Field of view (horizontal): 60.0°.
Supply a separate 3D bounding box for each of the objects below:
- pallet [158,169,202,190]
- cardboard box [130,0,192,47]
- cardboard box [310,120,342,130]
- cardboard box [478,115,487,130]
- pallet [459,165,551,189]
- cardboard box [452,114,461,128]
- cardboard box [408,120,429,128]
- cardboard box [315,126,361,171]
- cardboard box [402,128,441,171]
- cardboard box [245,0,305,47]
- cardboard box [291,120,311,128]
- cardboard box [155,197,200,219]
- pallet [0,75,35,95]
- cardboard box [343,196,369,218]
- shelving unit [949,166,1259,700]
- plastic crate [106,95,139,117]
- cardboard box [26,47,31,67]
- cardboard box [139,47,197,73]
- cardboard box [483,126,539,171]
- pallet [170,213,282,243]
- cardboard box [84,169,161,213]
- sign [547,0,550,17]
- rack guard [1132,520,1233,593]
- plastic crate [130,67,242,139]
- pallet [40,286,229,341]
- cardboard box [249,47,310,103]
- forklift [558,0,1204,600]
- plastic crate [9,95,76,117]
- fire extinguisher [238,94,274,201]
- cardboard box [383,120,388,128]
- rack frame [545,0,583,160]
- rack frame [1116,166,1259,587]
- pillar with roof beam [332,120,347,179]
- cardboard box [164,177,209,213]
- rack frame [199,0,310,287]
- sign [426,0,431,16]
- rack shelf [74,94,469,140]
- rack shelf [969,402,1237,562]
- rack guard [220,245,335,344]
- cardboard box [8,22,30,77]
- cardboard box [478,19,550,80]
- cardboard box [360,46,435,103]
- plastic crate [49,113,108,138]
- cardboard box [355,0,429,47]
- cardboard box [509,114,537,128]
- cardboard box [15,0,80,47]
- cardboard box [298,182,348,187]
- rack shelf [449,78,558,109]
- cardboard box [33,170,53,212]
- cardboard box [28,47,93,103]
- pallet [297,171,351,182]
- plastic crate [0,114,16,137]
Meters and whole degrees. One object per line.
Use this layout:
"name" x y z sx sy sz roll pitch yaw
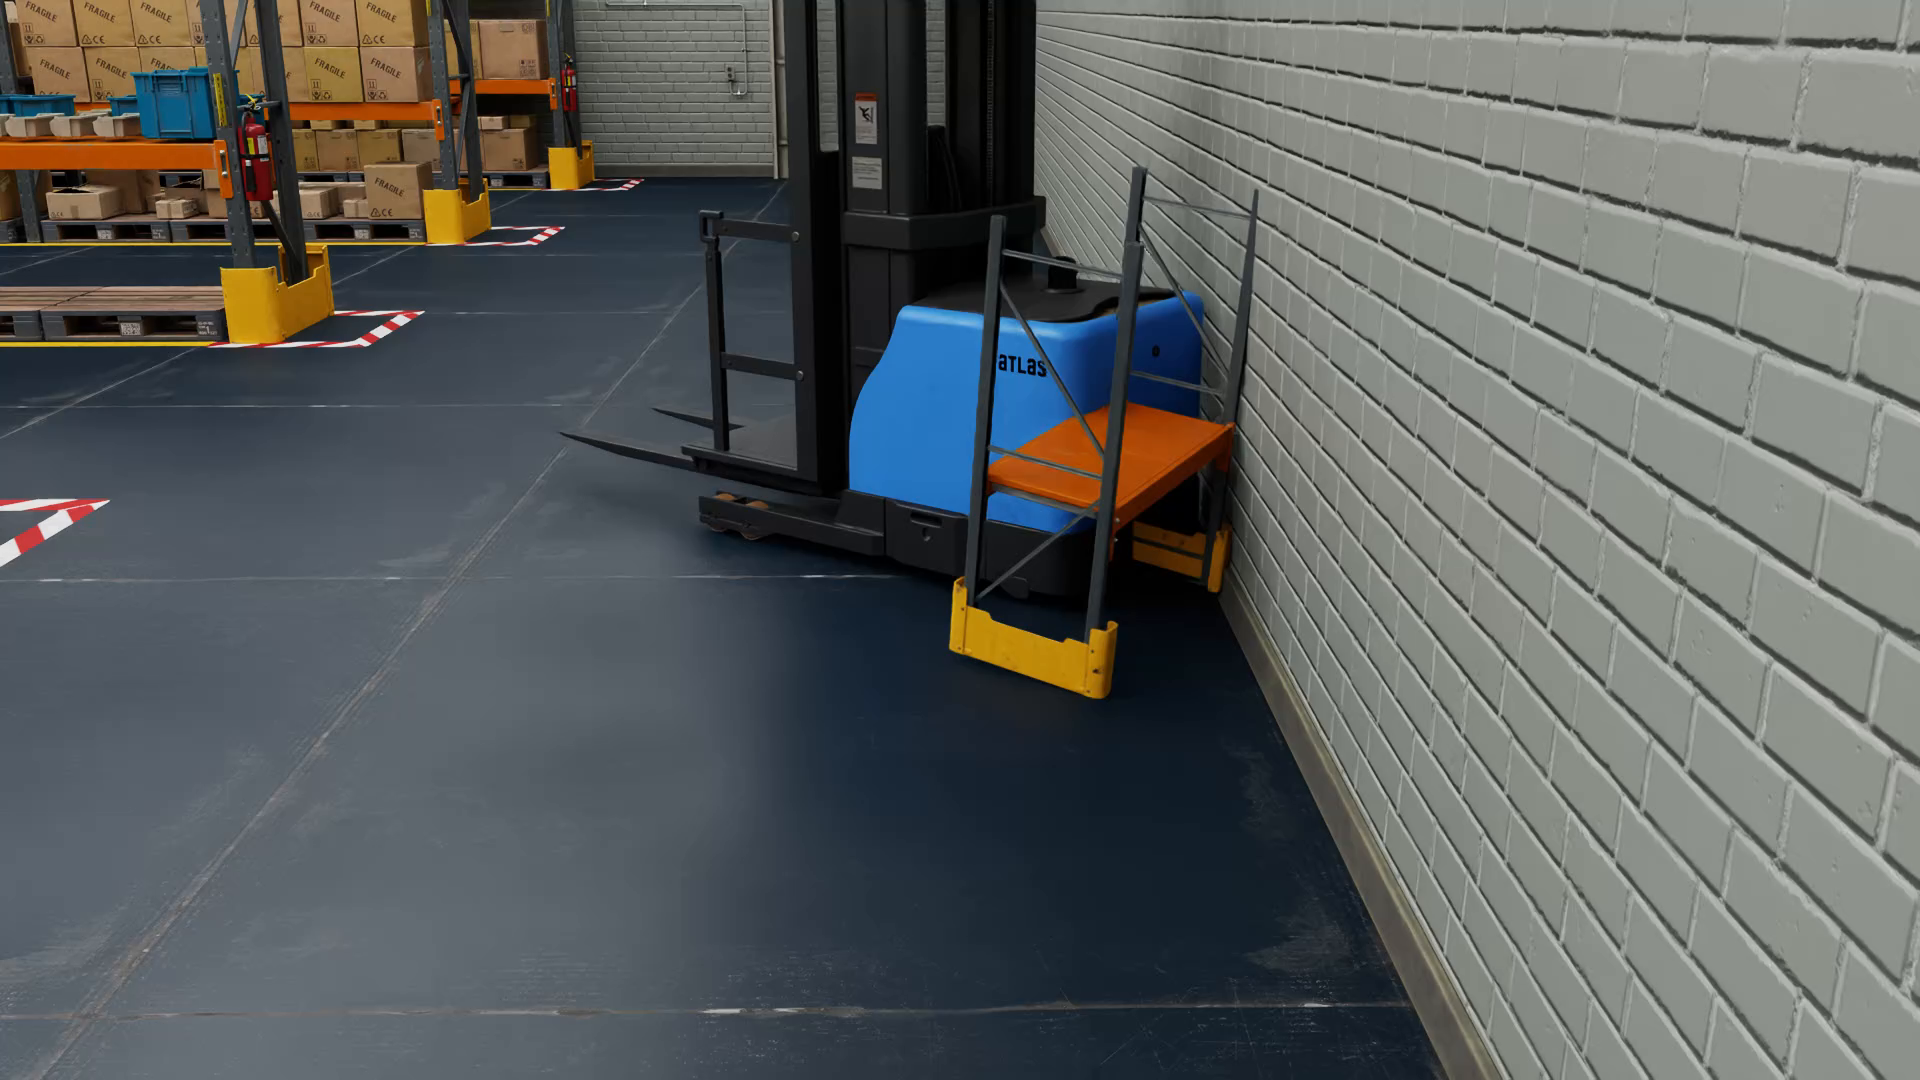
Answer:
"pallet" -9.704 -4.570 20.949 1.213 0.211 1.003 0 18 -1
"cardboard box" -7.346 -4.857 15.477 0.500 0.500 0.500 -1 18 -2
"cardboard box" -7.839 -5.162 20.570 0.250 0.149 0.380 0 18 1
"cardboard box" -6.013 -5.171 20.599 0.250 0.149 0.380 0 18 1
"pallet" -5.732 -4.589 21.006 1.213 0.211 1.003 0 18 -1
"cardboard box" -6.267 -5.287 20.960 0.250 0.149 0.380 0 18 0
"cardboard box" -6.778 -5.284 20.951 0.250 0.149 0.380 0 18 0
"cardboard box" -7.682 -4.908 20.842 0.500 0.500 0.700 0 18 -1
"cardboard box" -6.636 -4.915 20.863 0.500 0.500 0.700 -1 18 -3
"cardboard box" -6.316 -4.862 15.493 0.500 0.500 0.500 0 18 1
"cardboard box" -8.332 -5.276 20.926 0.250 0.149 0.380 0 18 -1
"cardboard box" -7.564 -3.215 16.079 0.250 0.166 0.380 0 18 -1
"pallet" -9.652 -4.350 16.011 1.213 0.211 1.003 0 18 -1
"cardboard box" -5.798 -3.239 16.153 0.250 0.166 0.380 0 18 -1
"shelving unit" 0.529 -0.409 5.668 0.587 1.500 1.083 17 27 26
"plastic crate" -5.688 -2.963 11.550 0.300 0.233 0.416 0 18 -1
"cardboard box" -11.423 -6.030 20.252 0.500 0.500 0.500 0 18 -1
"cardboard box" -7.325 -4.384 15.639 0.500 0.500 0.500 0 18 -1
"cardboard box" -5.632 -4.920 20.879 0.500 0.500 0.700 0 18 -1
"pallet" -6.942 -3.094 16.347 1.213 0.211 1.003 0 18 -1
"cardboard box" -8.286 -3.521 16.483 0.500 0.500 0.500 0 18 -1
"sign" -4.939 -6.442 19.937 0.005 0.325 0.100 0 18 -1
"rack guard" 0.741 -0.003 6.323 0.587 0.250 0.087 17 27 26
"plastic crate" -5.109 -2.905 11.037 0.499 0.435 0.616 0 18 -1
"pallet" -5.603 -1.598 11.685 1.213 0.211 1.003 0 18 -1
"cardboard box" -6.313 -4.389 15.656 0.500 0.500 0.500 0 18 0
"forklift" -0.503 -1.509 6.954 3.031 2.935 1.130 13 22 34
"plastic crate" -6.346 -2.960 11.541 0.300 0.233 0.416 0 18 -1
"fire extinguisher" -4.620 -2.566 10.873 0.183 0.674 0.296 0 18 -1
"cardboard box" -7.289 -5.281 20.943 0.250 0.149 0.380 0 18 0
"rack frame" -4.934 -5.944 20.667 0.127 3.000 1.000 0 18 -1
"rack frame" 0.782 -0.571 6.066 0.500 1.500 0.032 17 27 26
"pillar with roof beam" -8.179 -7.734 16.425 0.400 9.000 9.100 0 18 -1
"cardboard box" -7.536 -3.434 16.524 0.500 0.311 0.500 0 18 -1
"rack frame" -4.778 -2.918 11.234 0.127 3.000 1.000 0 18 -1
"sign" -4.863 -4.963 15.196 0.005 0.325 0.100 0 18 -1
"rack shelf" -6.852 -4.079 16.030 4.000 0.370 1.077 0 18 -1
"rack shelf" 0.513 -0.242 5.734 0.538 0.185 1.000 17 27 26
"rack guard" -4.754 -1.732 11.629 0.348 0.500 1.175 0 18 -1
"cardboard box" -9.329 -4.725 16.017 0.500 0.500 0.700 -6 19 -19
"cardboard box" -5.444 -6.081 20.604 0.700 0.700 0.980 1 18 2
"cardboard box" -5.296 -4.393 15.669 0.500 0.500 0.500 0 18 1
"plastic crate" -5.880 -2.765 11.090 0.243 0.136 0.396 0 18 -1
"cardboard box" -5.293 -4.869 15.514 0.500 0.500 0.500 0 18 -1
"cardboard box" -5.510 -5.290 20.972 0.250 0.149 0.380 0 18 0
"cardboard box" -8.376 -4.852 15.461 0.500 0.500 0.500 0 18 1
"cardboard box" -6.400 -3.411 16.550 0.500 0.250 0.500 0 18 -1
"rack shelf" -6.934 -5.592 20.746 4.000 0.370 1.077 0 18 -1
"cardboard box" -9.339 -3.503 16.430 0.500 0.500 0.500 -1 18 -3
"cardboard box" -8.338 -4.379 15.623 0.500 0.500 0.500 0 18 1
"pallet" -8.172 -4.577 20.969 1.213 0.211 1.003 0 18 -1
"plastic crate" -6.454 -2.749 11.041 0.250 0.136 0.298 0 18 -1
